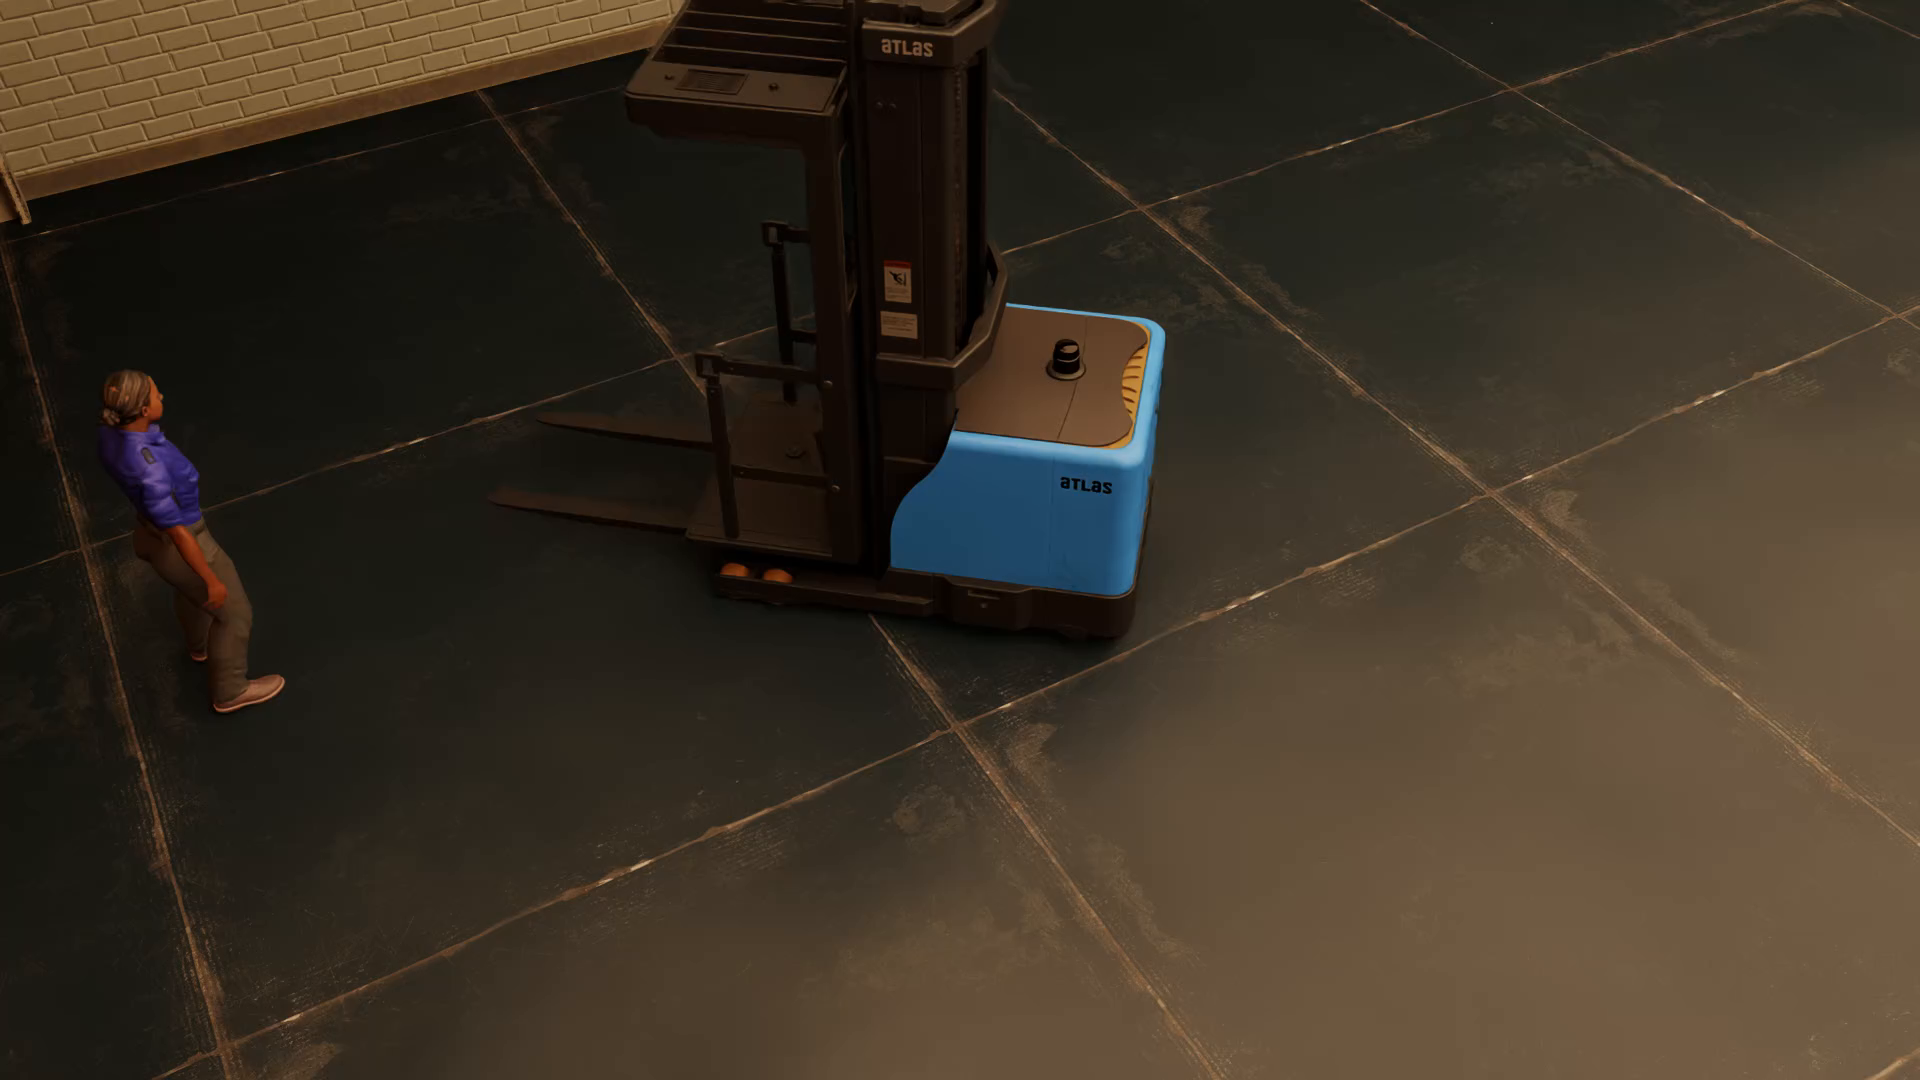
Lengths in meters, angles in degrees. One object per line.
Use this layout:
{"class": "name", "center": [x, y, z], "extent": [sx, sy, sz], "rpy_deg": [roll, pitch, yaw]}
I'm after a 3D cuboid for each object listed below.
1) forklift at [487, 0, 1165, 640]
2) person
{"class": "forklift", "center": [-0.652, -1.127, 6.913], "extent": [3.031, 2.935, 1.130], "rpy_deg": [7, 43, 8]}
{"class": "person", "center": [-3.099, -0.006, 6.655], "extent": [0.659, 1.642, 0.381], "rpy_deg": [32, 51, 30]}
